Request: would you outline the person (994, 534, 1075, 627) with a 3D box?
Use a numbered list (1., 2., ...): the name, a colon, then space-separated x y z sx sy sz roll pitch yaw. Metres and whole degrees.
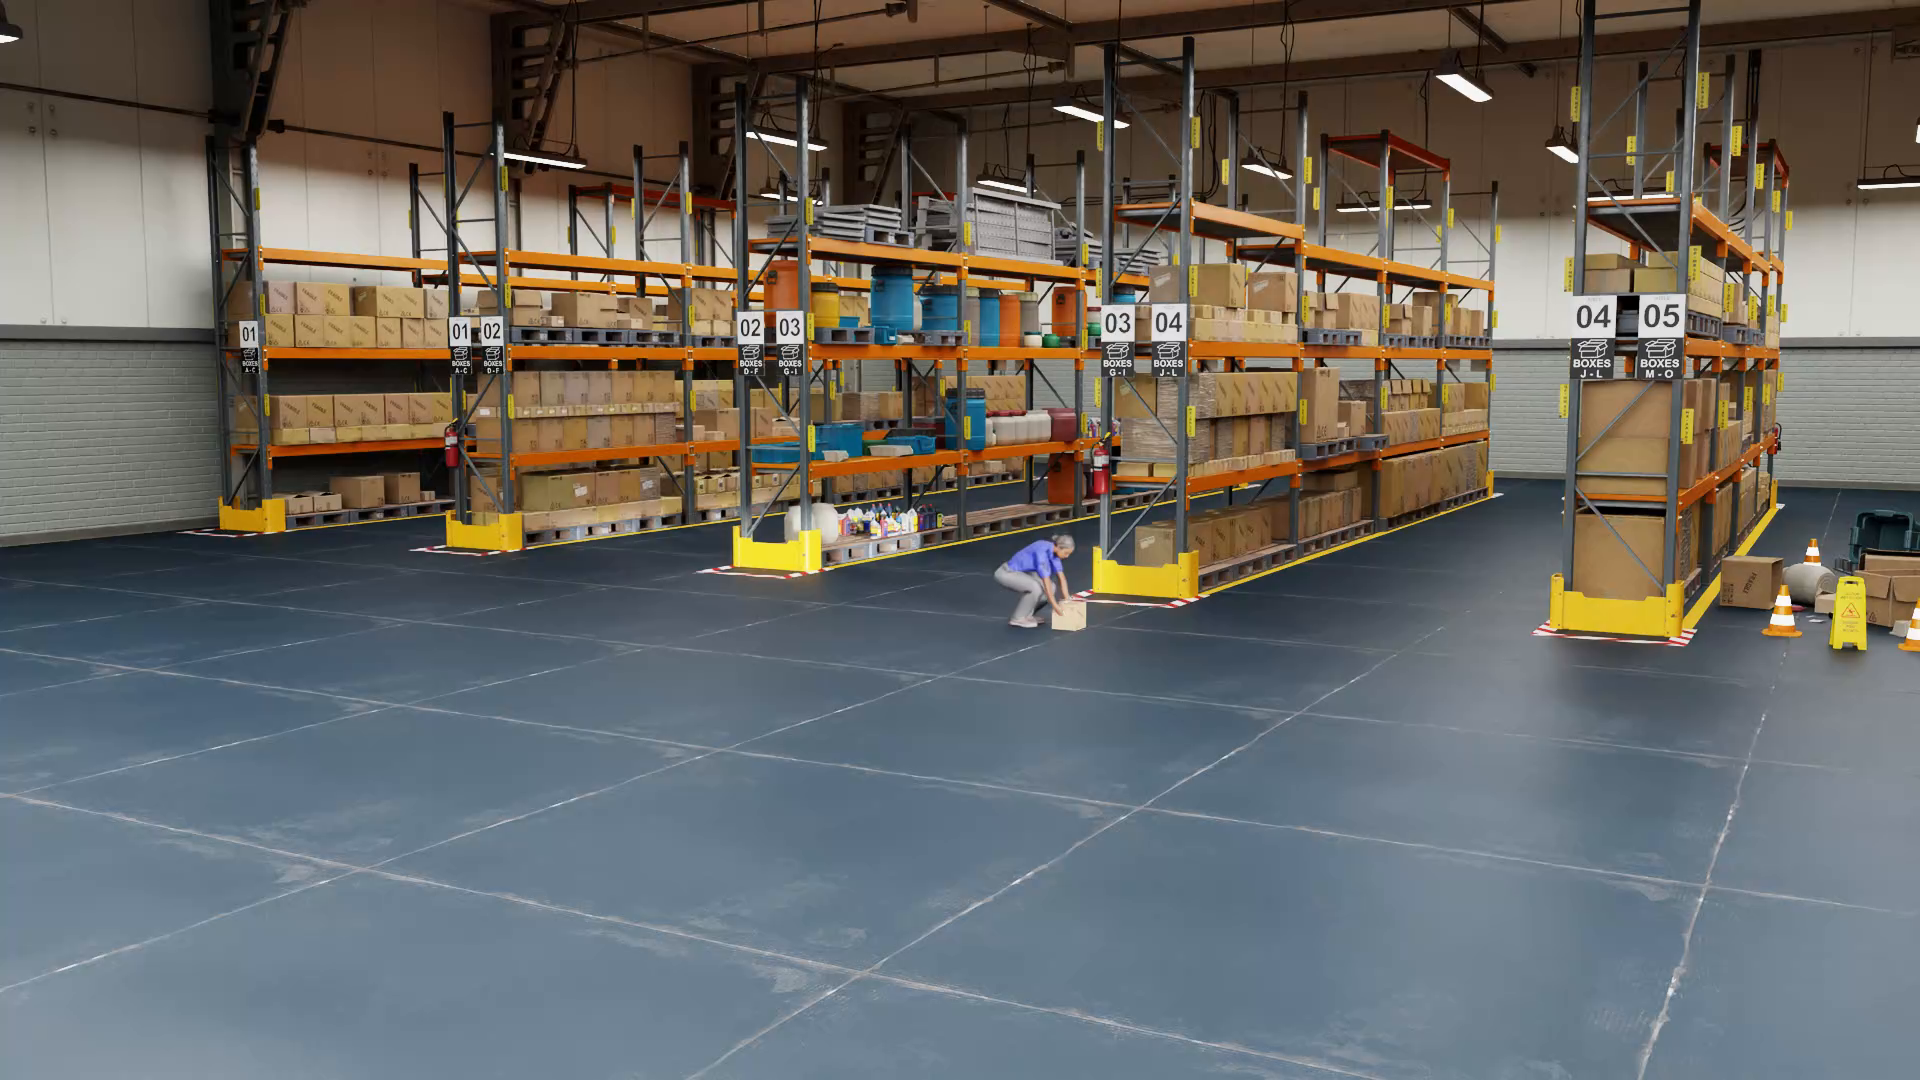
1. person: 0.749 0.389 16.304 0.805 0.911 0.475 3 7 28
